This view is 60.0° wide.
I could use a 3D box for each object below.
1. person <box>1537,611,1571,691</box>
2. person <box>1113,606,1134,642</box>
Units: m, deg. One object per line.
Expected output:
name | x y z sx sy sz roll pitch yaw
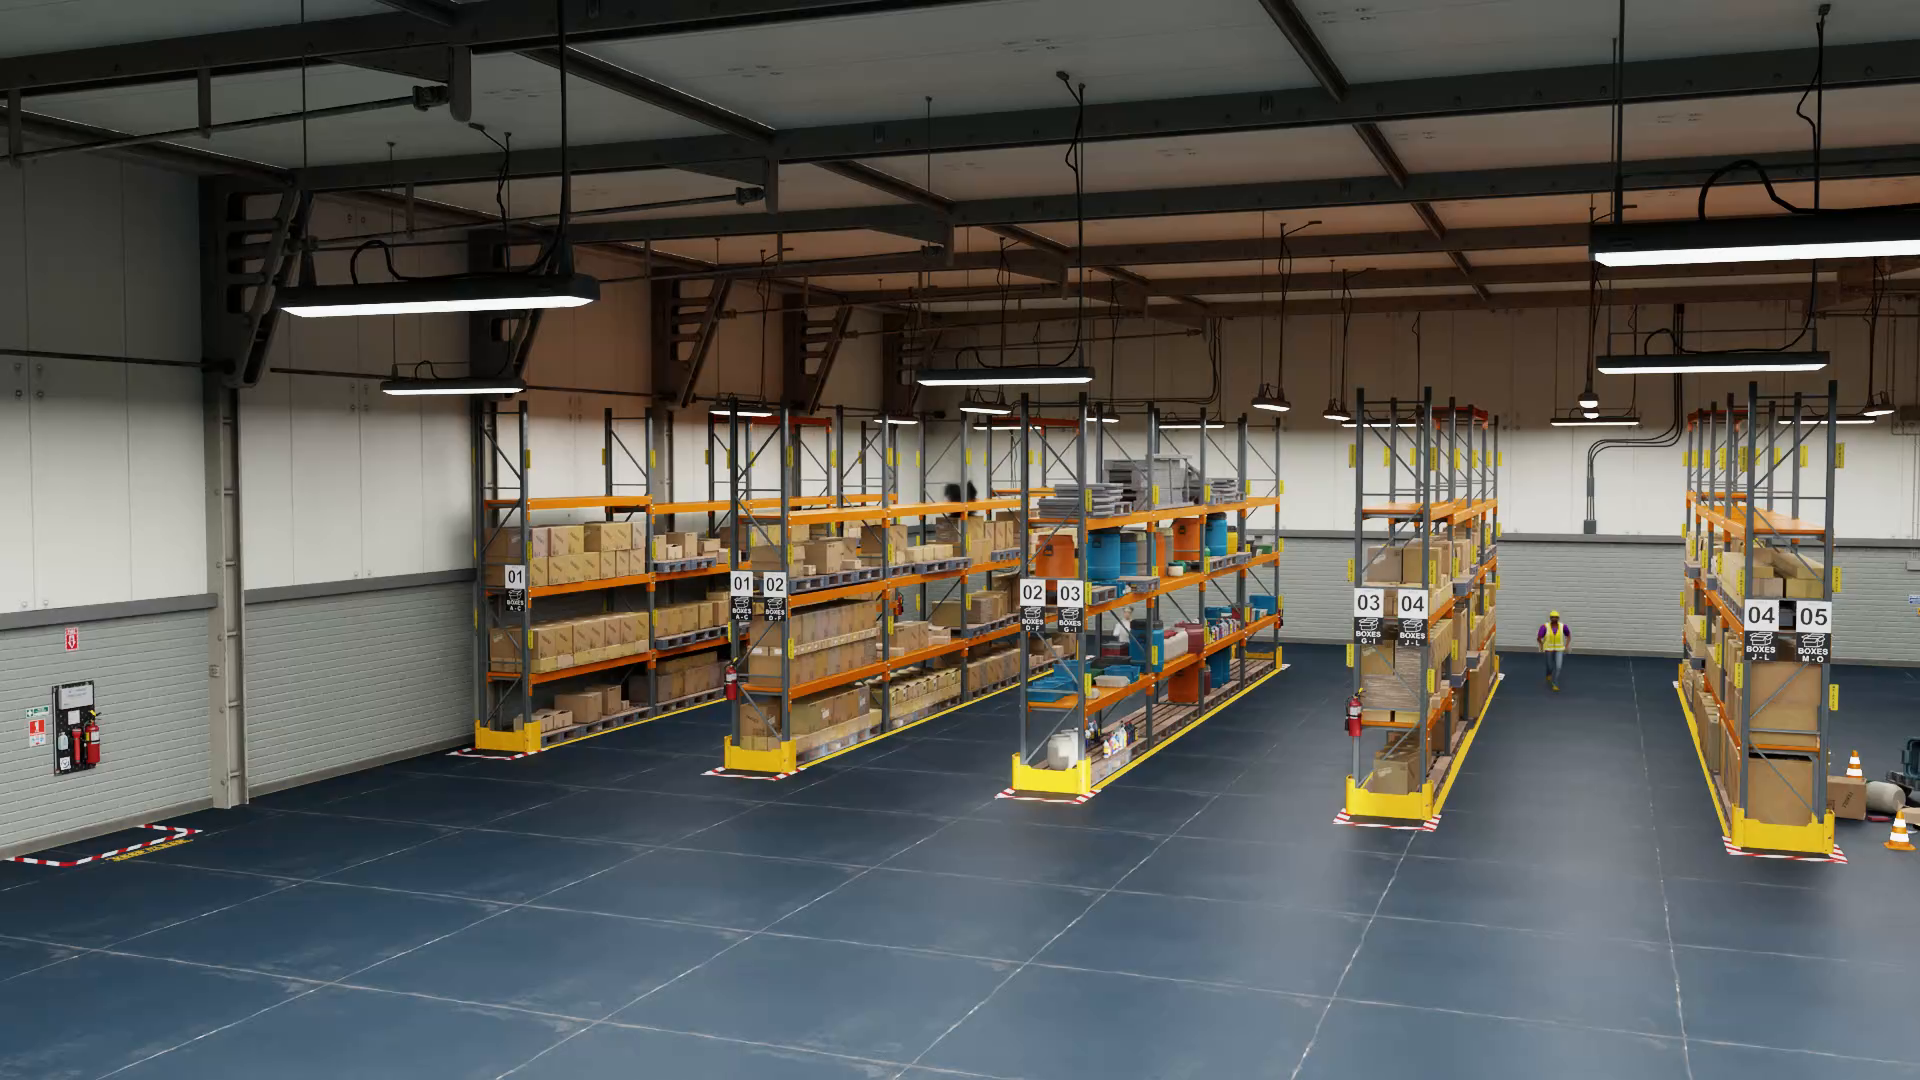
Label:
person | 12.908 2.389 36.130 0.696 1.724 0.758 1 3 15
person | 3.466 2.238 34.376 0.596 1.764 0.703 1 3 18
